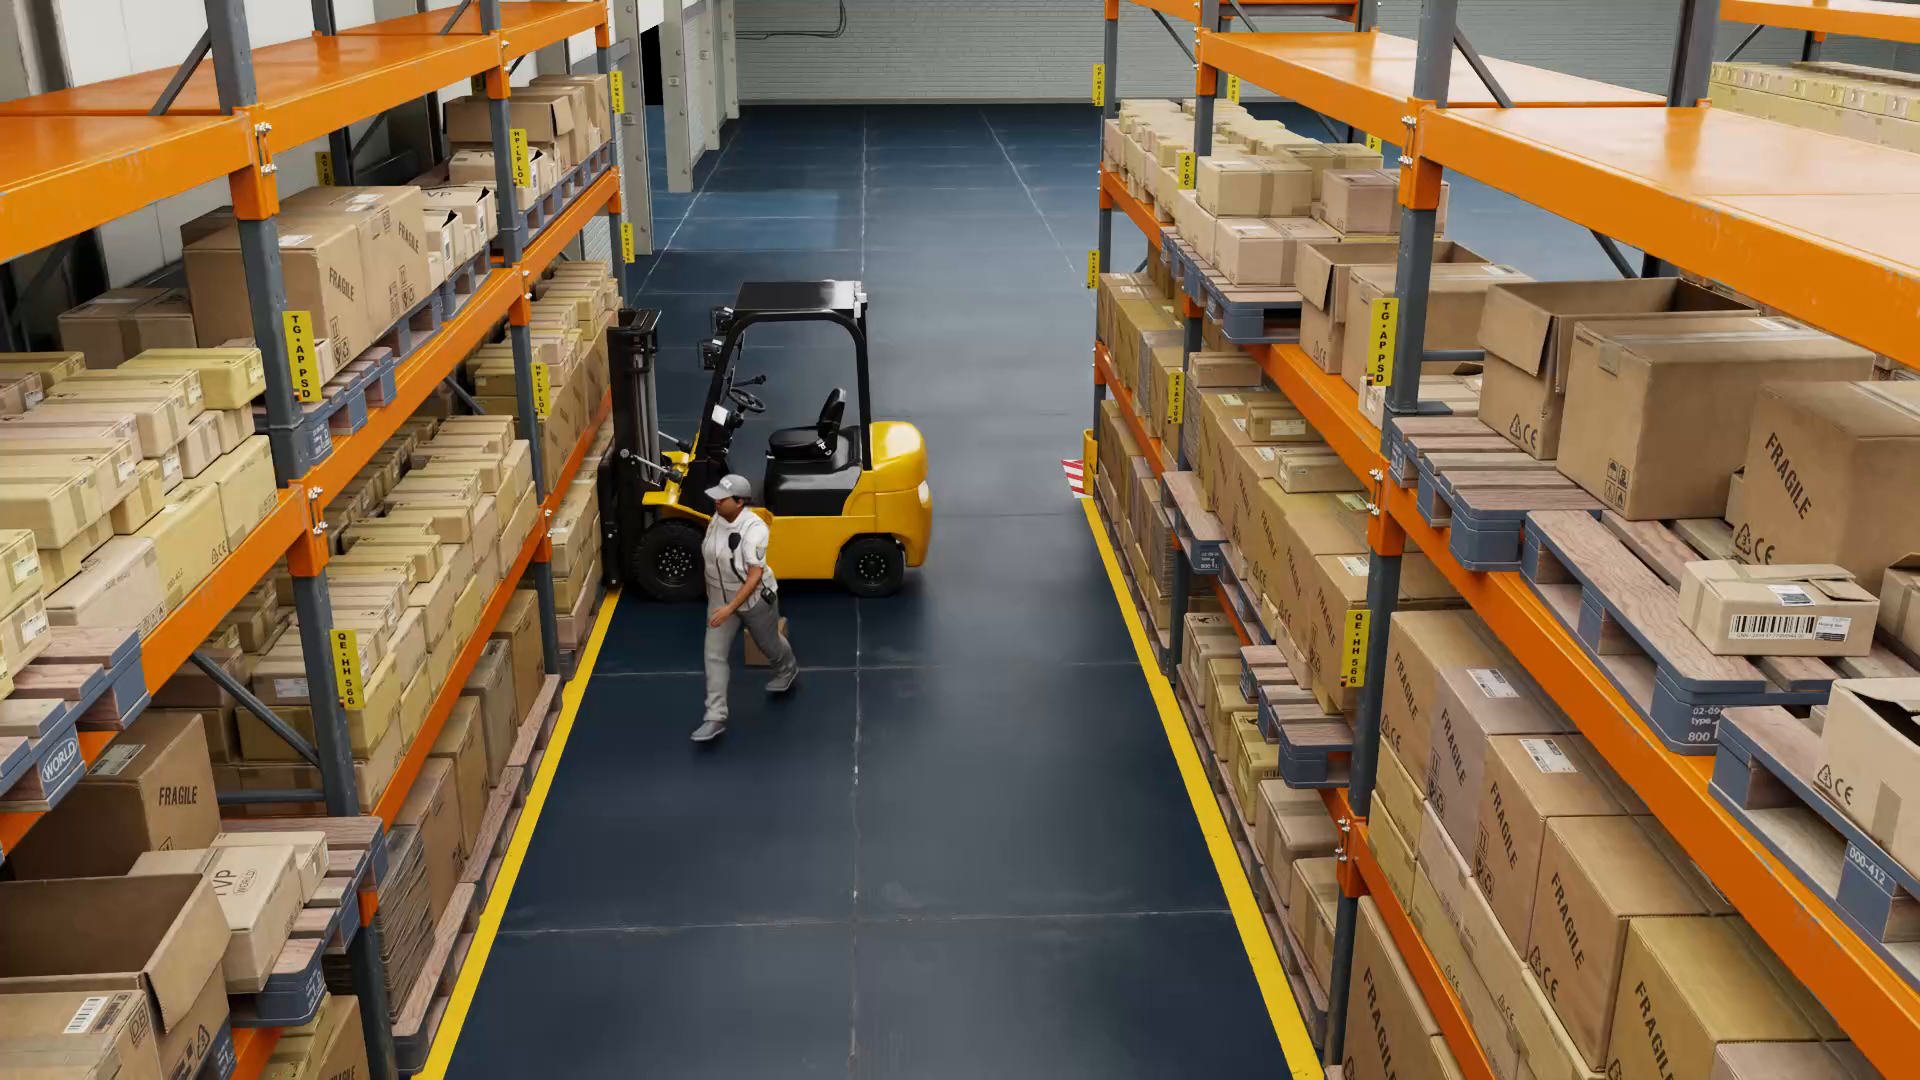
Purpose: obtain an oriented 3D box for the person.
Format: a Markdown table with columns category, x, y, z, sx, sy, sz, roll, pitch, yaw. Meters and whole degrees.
| category | x | y | z | sx | sy | sz | roll | pitch | yaw |
| --- | --- | --- | --- | --- | --- | --- | --- | --- | --- |
| person | -1.336 | 0.351 | 10.159 | 0.459 | 1.597 | 1.078 | 9 | 22 | 22 |
